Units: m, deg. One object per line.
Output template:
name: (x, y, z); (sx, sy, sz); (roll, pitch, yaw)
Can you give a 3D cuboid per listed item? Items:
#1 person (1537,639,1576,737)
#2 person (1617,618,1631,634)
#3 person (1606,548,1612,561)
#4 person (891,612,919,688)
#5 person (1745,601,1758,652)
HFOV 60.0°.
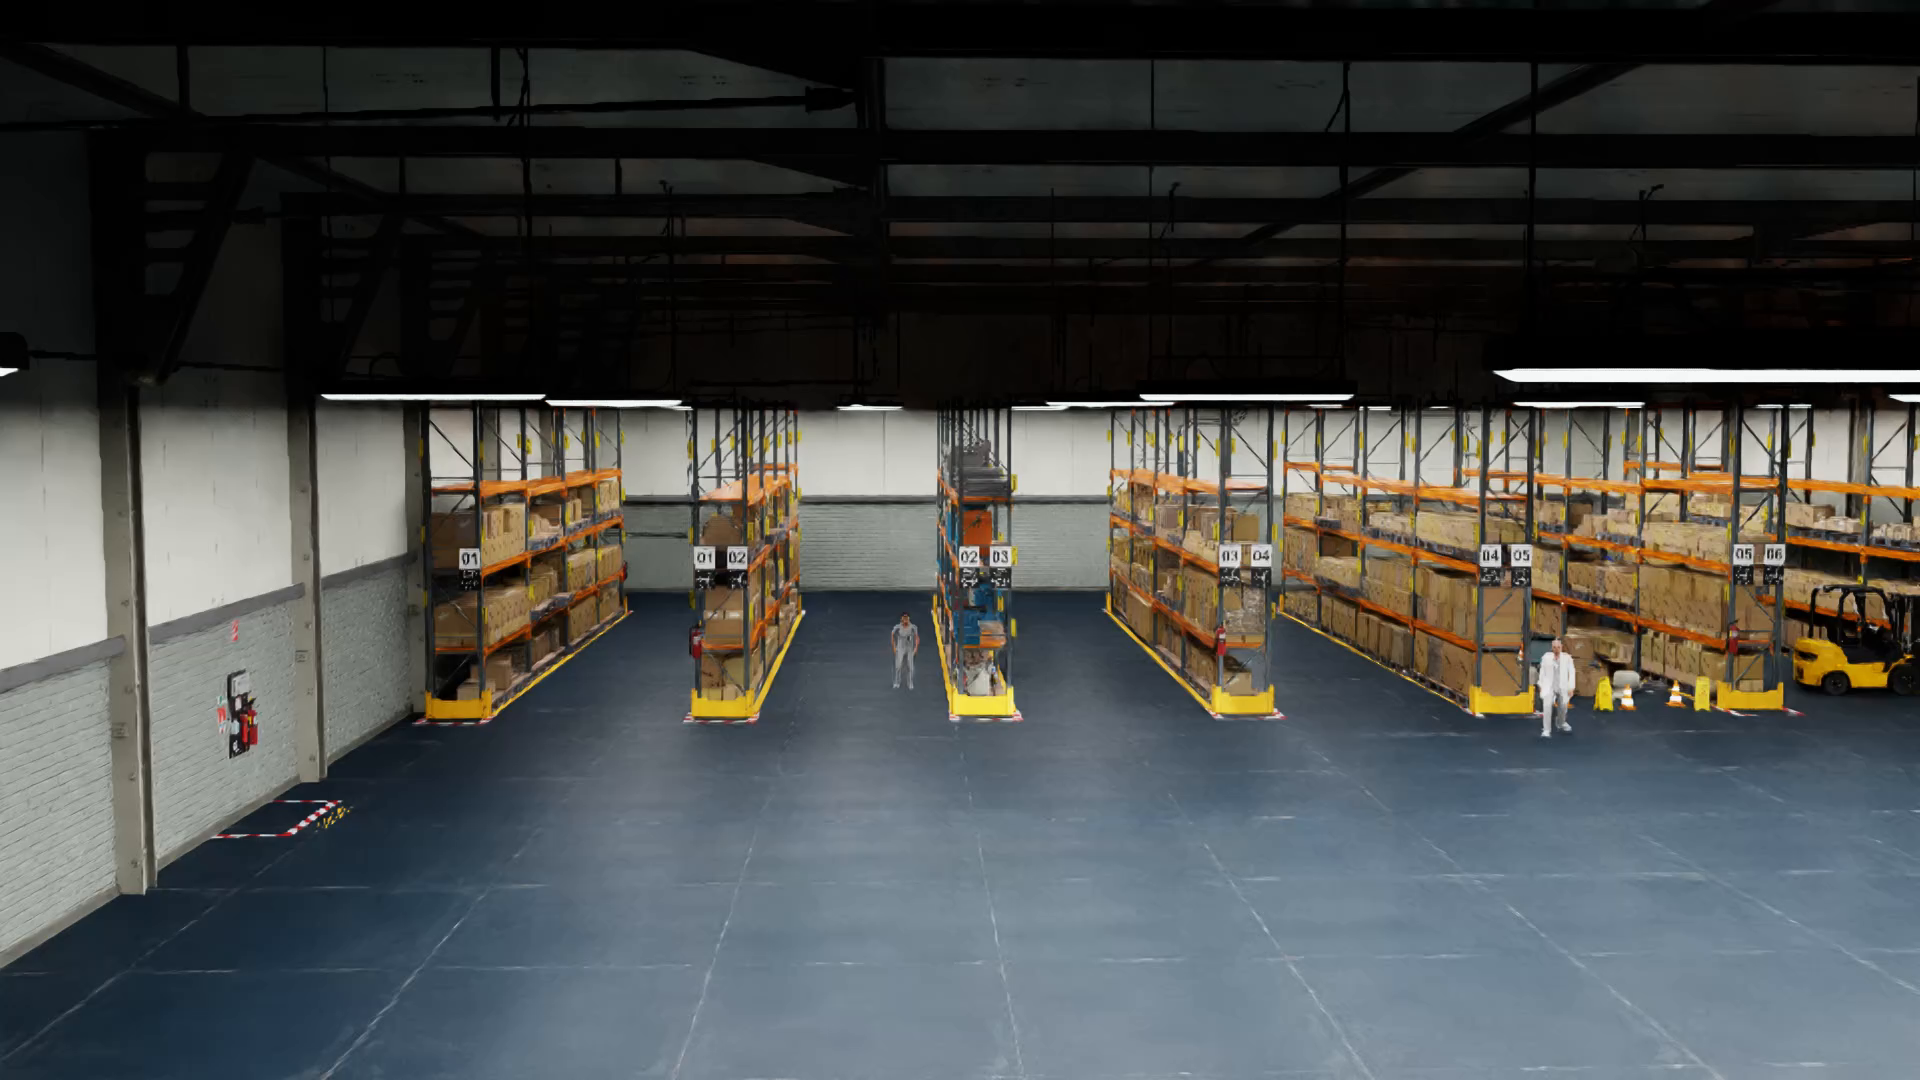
person: (10.550, 2.594, 29.413); (0.636, 1.722, 1.045); (1, 5, 19)
person: (16.810, 1.611, 42.290); (0.538, 1.665, 0.573); (2, 5, 28)
person: (19.345, 1.055, 49.767); (0.366, 1.635, 0.562); (-3, 5, -32)
person: (-1.136, 2.269, 34.348); (0.580, 1.619, 0.507); (0, 4, -4)
person: (16.860, 2.115, 35.497); (0.494, 1.713, 0.578); (2, 5, 29)
